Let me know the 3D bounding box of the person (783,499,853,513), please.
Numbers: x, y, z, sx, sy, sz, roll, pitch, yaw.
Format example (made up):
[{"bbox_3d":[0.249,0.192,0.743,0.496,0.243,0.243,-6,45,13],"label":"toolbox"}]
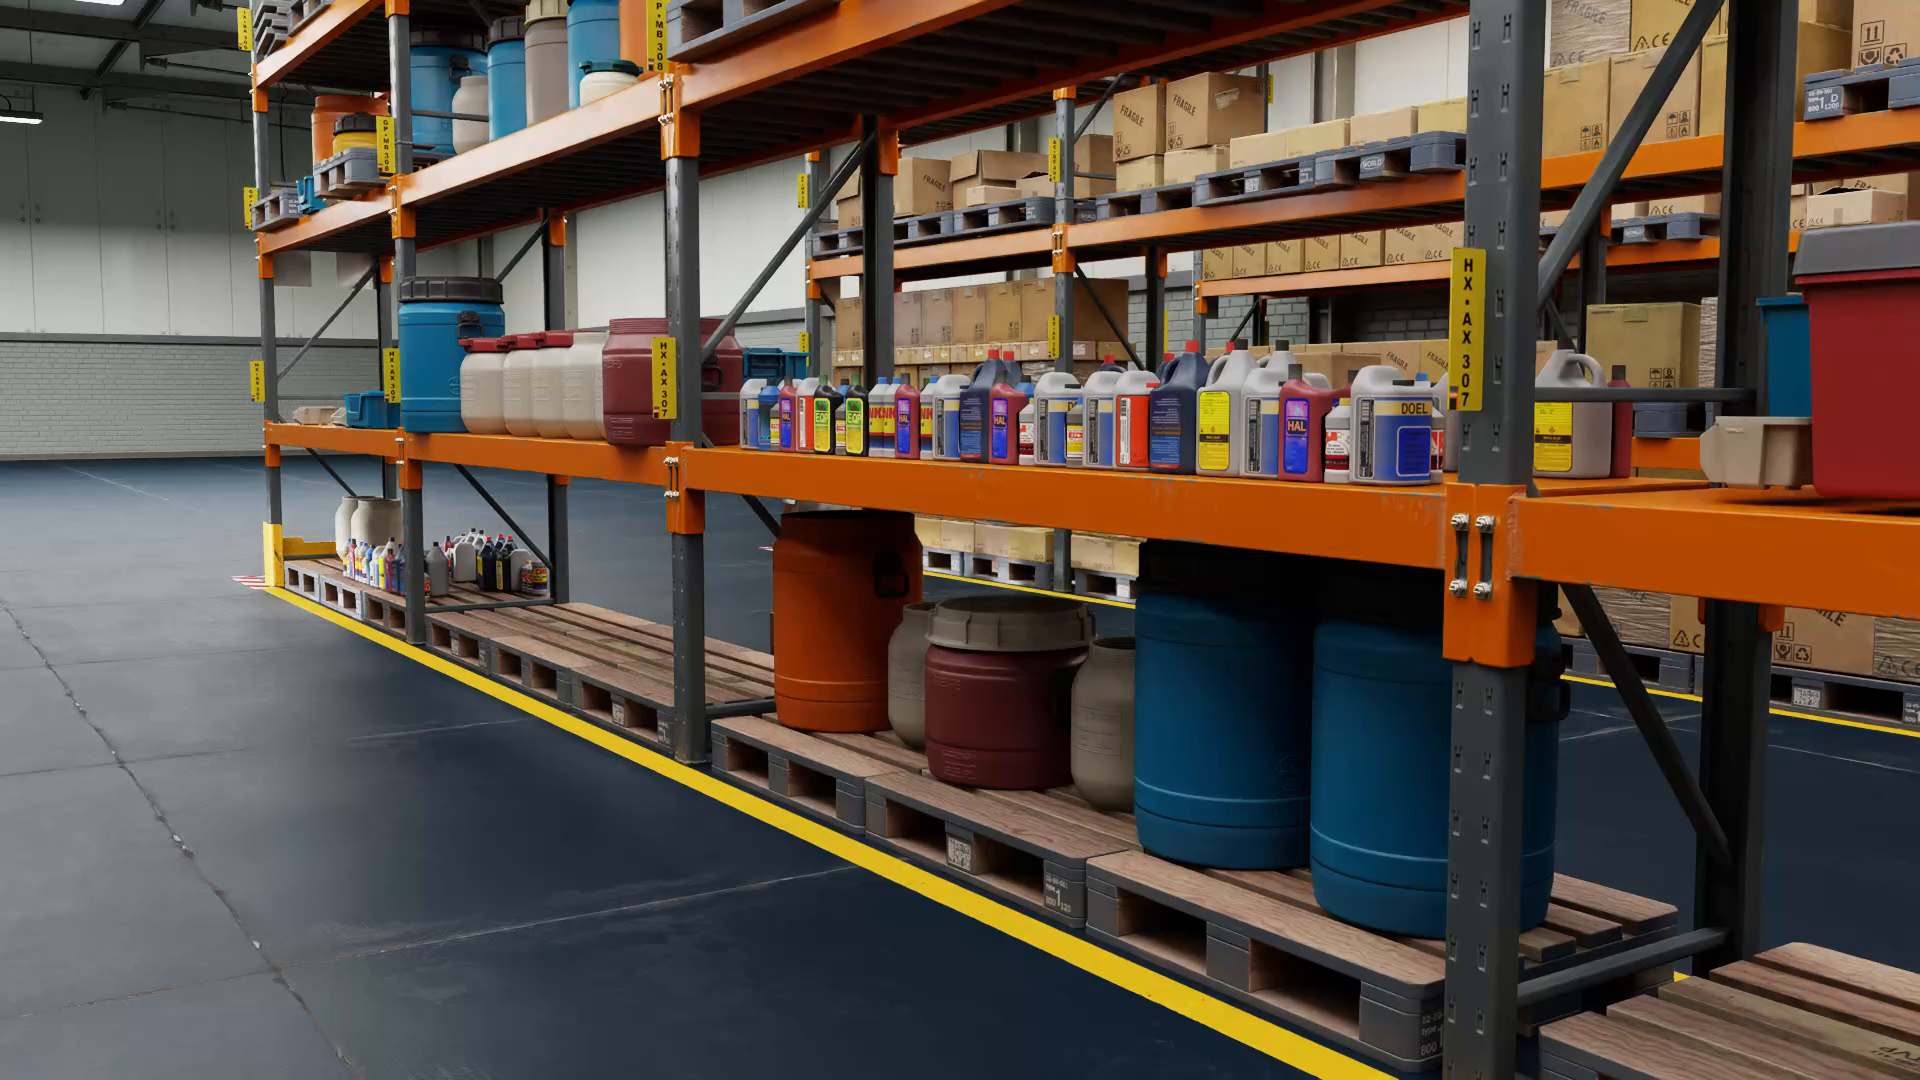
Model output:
[{"bbox_3d":[-0.801,-0.101,9.486,0.461,1.593,0.343,-3,6,-33],"label":"person"}]
